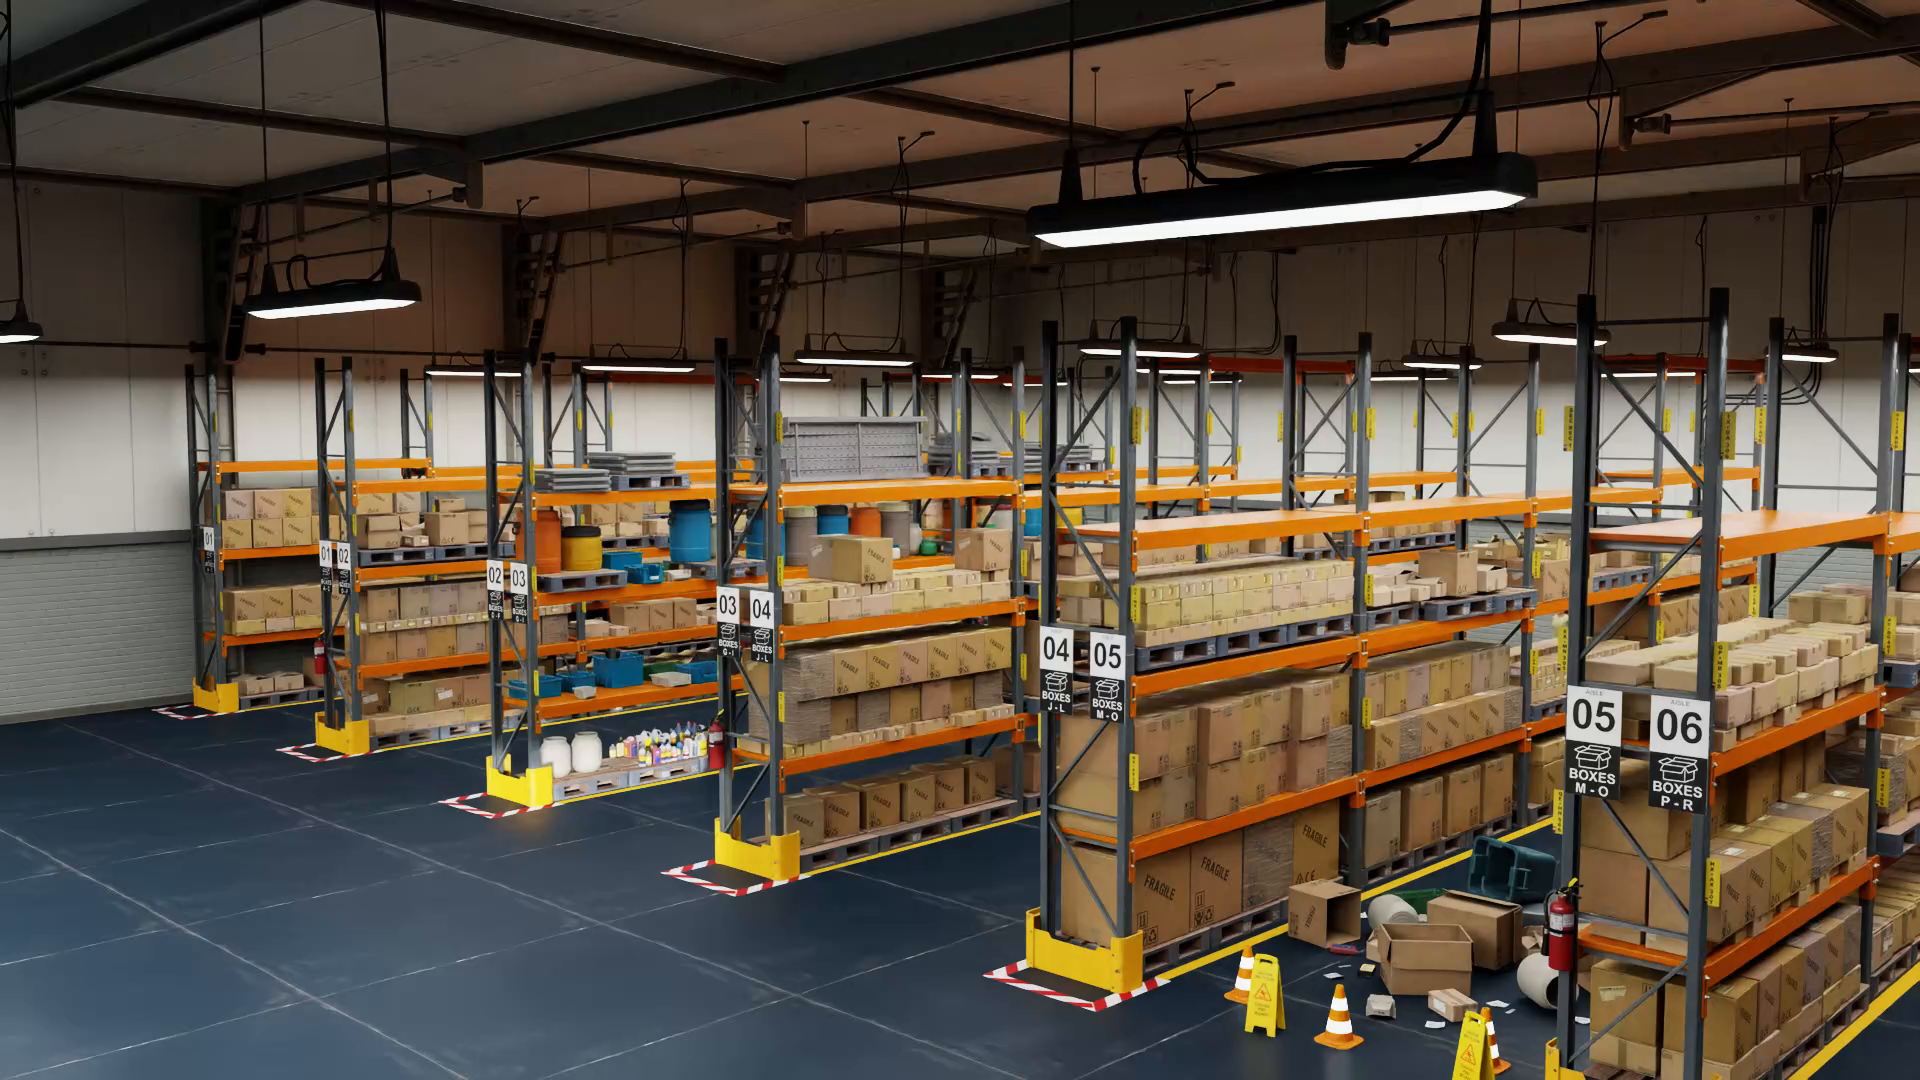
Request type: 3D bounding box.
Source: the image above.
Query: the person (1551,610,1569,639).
[{"bbox_3d":[11.394,1.942,31.370,0.451,1.625,0.948,4,6,40],"label":"person"}]

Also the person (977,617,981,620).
[{"bbox_3d":[0.441,1.211,39.934,0.784,1.775,0.513,4,6,44],"label":"person"}]
